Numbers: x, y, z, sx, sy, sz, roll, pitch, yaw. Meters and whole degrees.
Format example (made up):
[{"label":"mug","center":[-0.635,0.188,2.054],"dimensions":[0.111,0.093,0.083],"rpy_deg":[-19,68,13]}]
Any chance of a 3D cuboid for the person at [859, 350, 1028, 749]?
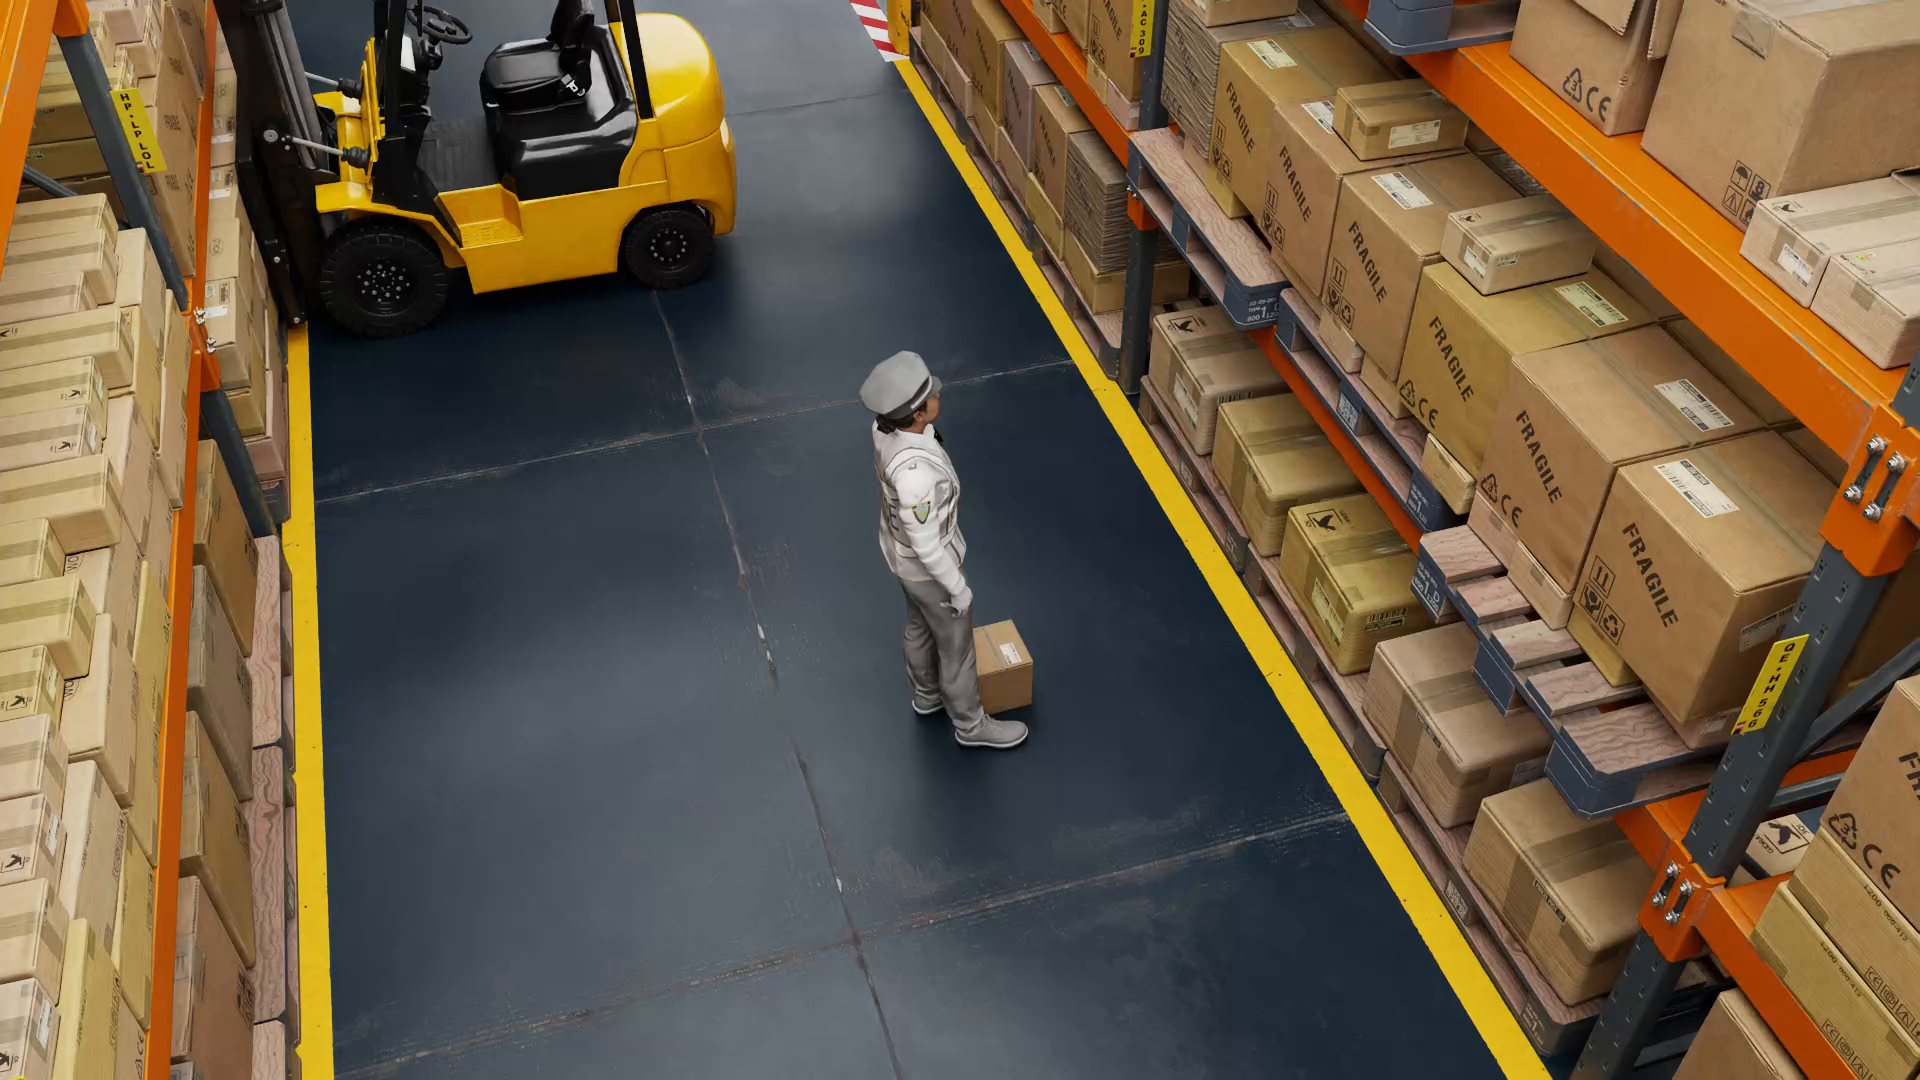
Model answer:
[{"label":"person","center":[-0.060,0.037,6.082],"dimensions":[0.533,1.697,0.588],"rpy_deg":[-12,44,-13]}]
